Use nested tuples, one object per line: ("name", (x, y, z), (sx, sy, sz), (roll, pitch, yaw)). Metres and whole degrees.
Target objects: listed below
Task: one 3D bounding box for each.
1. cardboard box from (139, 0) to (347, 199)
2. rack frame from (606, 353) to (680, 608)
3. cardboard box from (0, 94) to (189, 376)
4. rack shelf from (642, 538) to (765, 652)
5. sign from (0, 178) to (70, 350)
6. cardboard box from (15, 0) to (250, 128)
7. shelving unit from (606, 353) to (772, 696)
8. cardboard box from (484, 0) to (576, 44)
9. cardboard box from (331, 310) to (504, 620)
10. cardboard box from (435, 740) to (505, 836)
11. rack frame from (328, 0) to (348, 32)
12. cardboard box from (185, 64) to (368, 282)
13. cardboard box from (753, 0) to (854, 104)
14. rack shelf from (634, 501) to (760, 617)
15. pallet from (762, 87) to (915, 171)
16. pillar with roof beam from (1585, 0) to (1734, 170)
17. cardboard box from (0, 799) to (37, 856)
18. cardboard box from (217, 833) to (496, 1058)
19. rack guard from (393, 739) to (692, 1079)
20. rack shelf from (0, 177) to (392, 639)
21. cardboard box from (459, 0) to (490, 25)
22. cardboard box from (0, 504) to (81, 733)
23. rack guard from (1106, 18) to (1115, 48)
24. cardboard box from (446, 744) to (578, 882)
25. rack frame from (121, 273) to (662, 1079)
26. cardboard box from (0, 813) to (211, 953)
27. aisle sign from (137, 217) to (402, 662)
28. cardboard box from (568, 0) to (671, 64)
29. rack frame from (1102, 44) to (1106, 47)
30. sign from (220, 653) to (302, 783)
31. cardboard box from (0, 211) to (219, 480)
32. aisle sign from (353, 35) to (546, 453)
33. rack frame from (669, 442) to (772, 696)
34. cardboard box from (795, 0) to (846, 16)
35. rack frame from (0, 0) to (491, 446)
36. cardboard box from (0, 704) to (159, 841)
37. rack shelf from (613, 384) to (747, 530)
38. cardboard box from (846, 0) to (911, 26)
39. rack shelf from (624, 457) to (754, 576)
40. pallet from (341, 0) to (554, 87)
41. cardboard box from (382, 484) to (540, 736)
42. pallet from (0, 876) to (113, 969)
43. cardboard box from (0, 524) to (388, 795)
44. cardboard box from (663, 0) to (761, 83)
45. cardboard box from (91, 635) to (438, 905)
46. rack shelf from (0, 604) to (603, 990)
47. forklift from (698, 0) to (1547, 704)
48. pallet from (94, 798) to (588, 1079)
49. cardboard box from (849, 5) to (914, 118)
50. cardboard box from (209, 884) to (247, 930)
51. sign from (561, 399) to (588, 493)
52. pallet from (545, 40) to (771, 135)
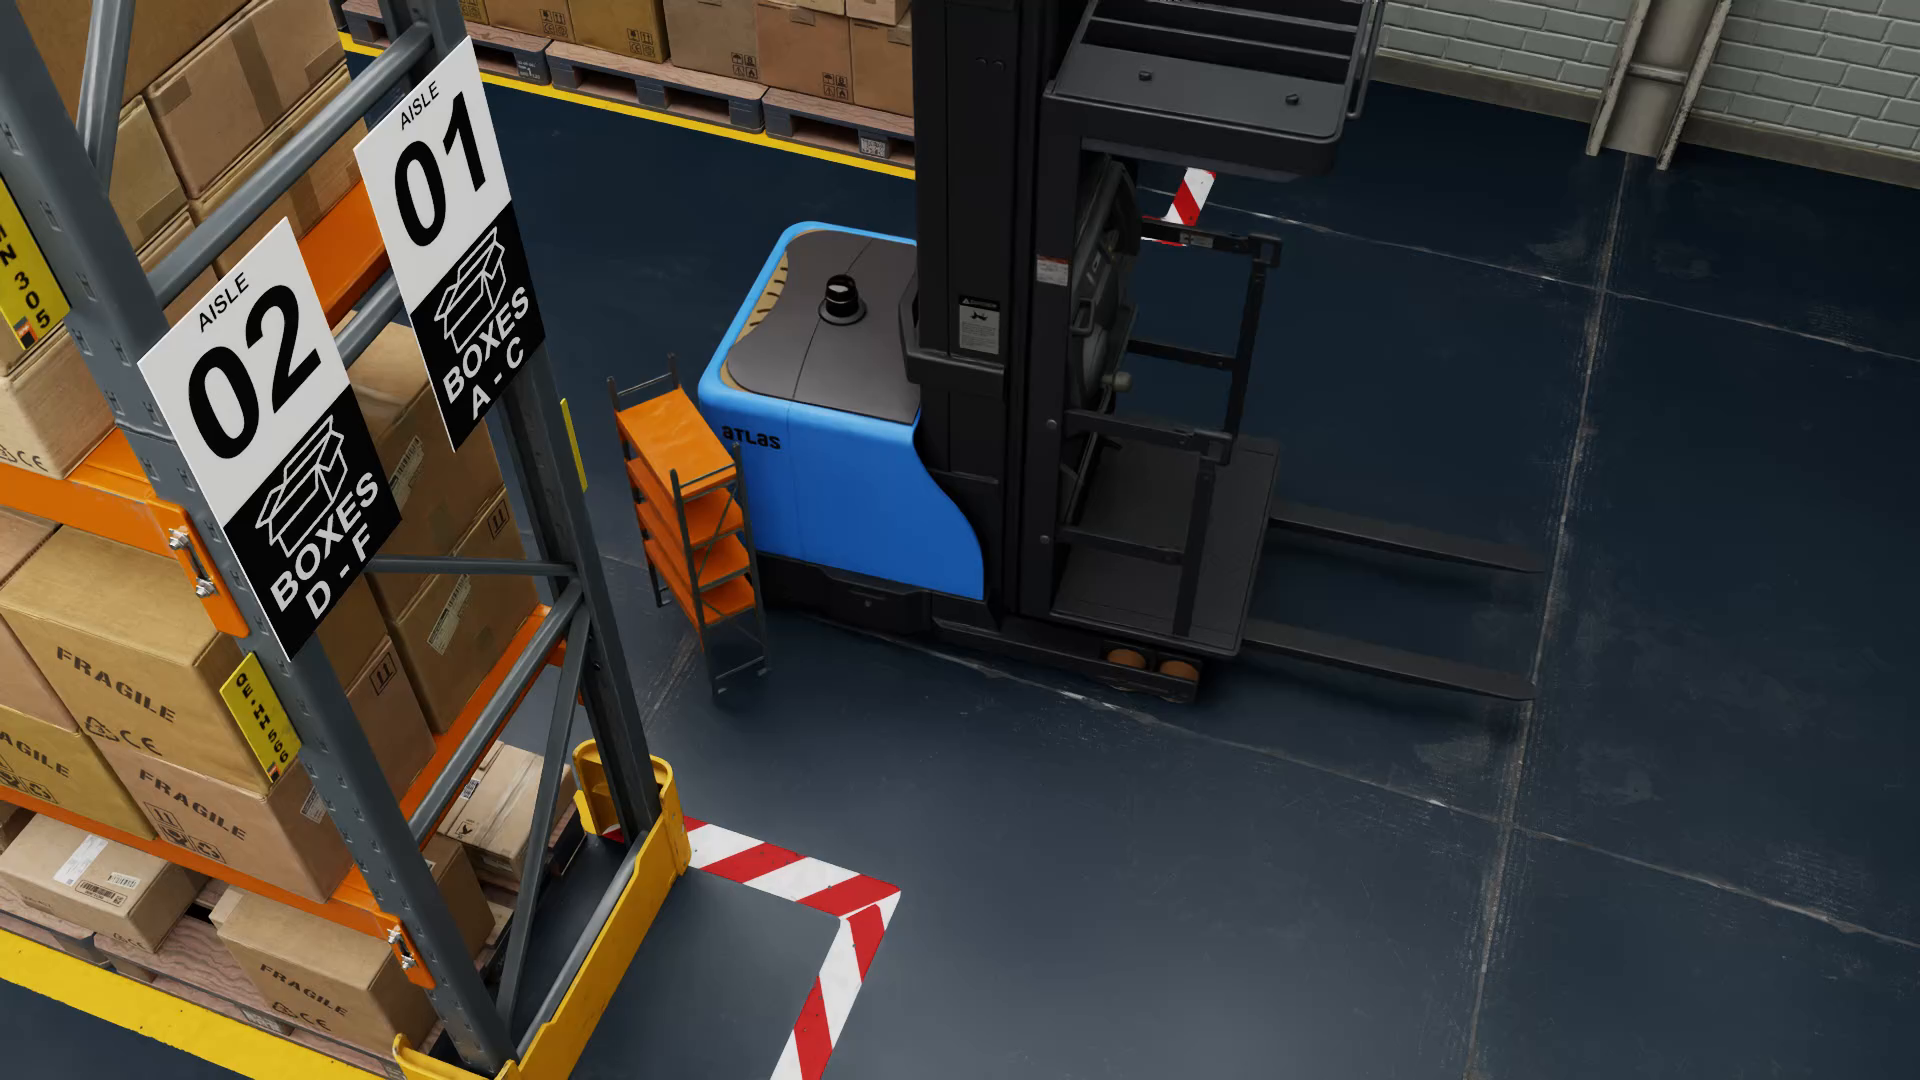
("cardboard box", (-1.583, -0.961, 3.248), (0.500, 0.250, 0.500), (16, 51, 13))
("rack frame", (-1.062, -0.183, 5.981), (0.240, 1.200, 0.015), (-25, 54, -20))
("cardboard box", (-1.761, -0.595, 2.931), (0.500, 0.250, 0.500), (16, 51, 13))
("rack shelf", (-0.934, 0.148, 6.046), (0.258, 0.148, 0.480), (-25, 54, -20))
("sign", (-1.402, -0.429, 2.432), (0.005, 0.325, 0.100), (16, 51, 13))
("cardboard box", (-1.679, -1.010, 2.794), (0.500, 0.500, 0.700), (16, 51, 13))
("shelving unit", (-0.934, -0.026, 5.845), (0.258, 1.200, 0.503), (-25, 54, -20))
("cardboard box", (-2.094, -3.021, 8.626), (0.500, 0.500, 0.700), (15, 51, 13))
("cardboard box", (-1.516, -0.208, 4.084), (0.500, 0.500, 0.500), (17, 51, 14))
("cardboard box", (-1.699, 0.821, 5.504), (0.250, 0.166, 0.380), (16, 51, 13))
("rack frame", (-3.230, -4.104, 8.189), (0.127, 3.000, 1.000), (16, 51, 13))
("cardboard box", (-1.585, -0.793, 3.433), (0.500, 0.250, 0.500), (16, 51, 13))
("cardboard box", (-0.639, -2.619, 8.278), (0.500, 0.500, 0.700), (15, 51, 13))
("rack shelf", (-0.934, 0.018, 5.896), (0.258, 0.148, 0.480), (-25, 54, -20))
("pallet", (-0.255, -2.298, 8.468), (1.213, 0.211, 1.003), (16, 51, 13))
("pillar with roof beam", (1.863, -1.876, 2.288), (0.400, 9.000, 9.100), (16, 51, 13))
("cardboard box", (-3.179, 0.570, 5.499), (0.637, 0.503, 0.797), (16, 51, 13))
("cardboard box", (-1.786, 1.162, 4.987), (0.500, 0.500, 0.500), (16, 51, 13))
("rack guard", (-1.262, 1.254, 5.199), (0.348, 0.500, 1.175), (16, 51, 13))
("rack shelf", (-3.067, -0.815, 3.829), (4.000, 0.370, 1.077), (16, 51, 13))
("cardboard box", (-2.564, -3.155, 8.742), (0.500, 0.500, 0.700), (16, 51, 14))
("cardboard box", (-2.178, 0.042, 3.868), (0.500, 0.500, 0.500), (17, 51, 14))
("rack guard", (0.545, -2.232, 8.220), (0.348, 0.500, 1.175), (16, 51, 13))
("cardboard box", (-1.465, 0.892, 5.454), (0.250, 0.149, 0.380), (16, 51, 13))
("rack frame", (-1.191, 0.455, 4.237), (0.127, 3.000, 1.000), (16, 51, 13))
("cardboard box", (-2.667, 0.974, 5.316), (0.500, 0.250, 0.500), (16, 51, 13))
("aisle sign", (-1.233, -0.161, 3.051), (0.004, 0.787, 0.394), (16, 51, 13))
("cardboard box", (-1.613, -2.885, 8.508), (0.500, 0.500, 0.700), (17, 51, 14))
("rack frame", (0.522, -3.057, 7.281), (0.127, 3.000, 1.000), (16, 51, 13))
("sign", (-1.402, 0.361, 3.344), (0.005, 0.325, 0.100), (16, 51, 13))
("cardboard box", (-1.764, -0.426, 3.115), (0.500, 0.250, 0.500), (16, 51, 13))
("aisle sign", (-1.025, -0.586, 3.419), (0.004, 0.787, 0.394), (16, 51, 13))
("rack frame", (-0.807, 0.132, 5.709), (0.240, 1.200, 0.015), (-25, 54, -20))
("cardboard box", (-0.593, -2.672, 7.894), (0.250, 0.149, 0.380), (17, 51, 14))
("rack frame", (-1.191, -1.509, 1.970), (0.127, 3.000, 1.000), (16, 51, 13))
("cardboard box", (-2.193, 0.365, 4.249), (0.500, 0.500, 0.500), (16, 51, 13))
("rack shelf", (-0.934, -0.283, 5.548), (0.258, 0.148, 0.480), (-25, 54, -20))
("cardboard box", (-0.353, -2.605, 7.837), (0.250, 0.149, 0.380), (15, 51, 13))
("rack shelf", (-0.934, -0.128, 5.727), (0.258, 0.148, 0.480), (-25, 54, -20))
("pallet", (-2.544, -2.937, 9.022), (1.213, 0.211, 1.003), (16, 51, 13))
("cardboard box", (-1.516, 0.120, 4.462), (0.500, 0.500, 0.500), (17, 51, 14))
("pallet", (-3.151, 0.820, 5.766), (1.213, 0.211, 1.003), (16, 51, 13))
("cardboard box", (-1.704, 0.174, 3.753), (0.500, 0.500, 0.500), (15, 51, 13))
("cardboard box", (-1.111, -2.751, 8.392), (0.500, 0.500, 0.700), (14, 51, 12))
("cardboard box", (-1.706, 0.498, 4.134), (0.500, 0.500, 0.500), (17, 51, 14))
("rack shelf", (-3.067, 0.167, 4.963), (4.000, 0.370, 1.077), (16, 51, 13))
("forklift", (0.660, -0.813, 5.382), (3.031, 2.935, 1.130), (12, 50, 10))
("pallet", (-2.011, 1.141, 5.488), (1.213, 0.211, 1.003), (16, 51, 13))
("cardboard box", (-0.169, -2.488, 8.164), (0.500, 0.500, 0.700), (16, 51, 13))
("cardboard box", (-2.135, 1.102, 5.261), (0.250, 0.166, 0.380), (16, 51, 13))
("sign", (-1.003, -0.213, 4.243), (0.005, 0.325, 0.100), (16, 51, 13))
("pallet", (-1.396, -2.618, 8.746), (1.213, 0.211, 1.003), (16, 51, 13))
